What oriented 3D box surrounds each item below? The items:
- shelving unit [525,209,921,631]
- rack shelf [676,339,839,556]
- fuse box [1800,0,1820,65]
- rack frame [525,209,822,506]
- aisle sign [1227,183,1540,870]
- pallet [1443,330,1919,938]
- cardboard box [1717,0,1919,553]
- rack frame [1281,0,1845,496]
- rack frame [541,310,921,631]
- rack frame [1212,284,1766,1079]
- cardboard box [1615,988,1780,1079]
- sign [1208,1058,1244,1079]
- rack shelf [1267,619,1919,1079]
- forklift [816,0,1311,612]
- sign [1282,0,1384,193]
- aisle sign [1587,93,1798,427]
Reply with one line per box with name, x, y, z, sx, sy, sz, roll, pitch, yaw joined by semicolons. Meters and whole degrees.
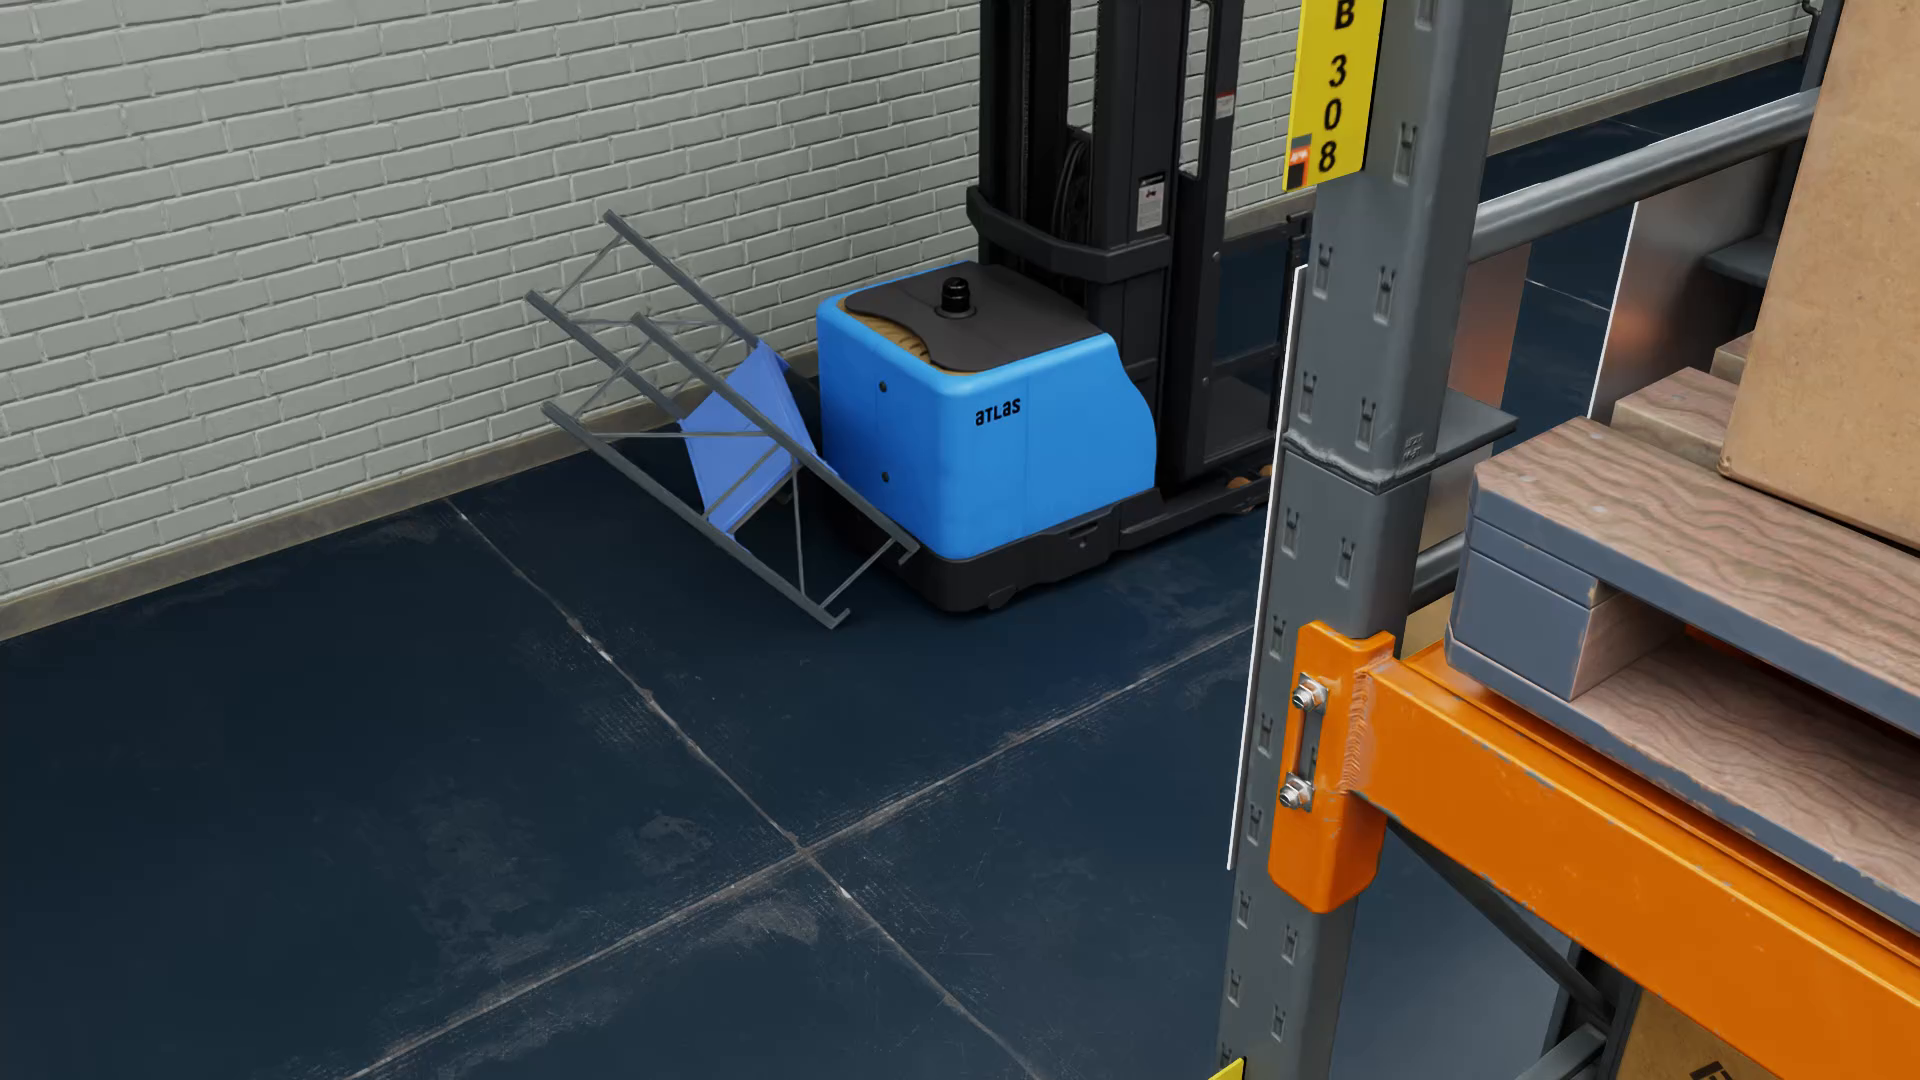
shelving unit;-0.955;-0.477;6.638;0.538;1.500;1.048;-43;34;10
rack shelf;-0.840;-0.379;6.737;0.538;0.185;1.000;-43;34;10
fuse box;6.866;-4.577;12.998;0.539;1.711;0.414;-22;38;-31
rack frame;-1.092;-0.735;7.054;0.500;1.500;0.032;-43;34;10
aisle sign;0.484;0.006;1.934;0.394;0.787;0.004;-22;38;-31
pallet;1.229;0.112;1.467;1.003;0.211;1.213;-22;38;-31
cardboard box;1.127;-0.295;1.452;0.700;0.500;0.500;-25;40;-34
rack frame;0.766;-1.505;1.145;1.000;3.000;0.127;-22;38;-31
rack frame;-0.817;-0.219;6.223;0.500;1.500;0.032;-43;34;10
rack frame;0.766;1.043;2.728;1.000;3.000;0.127;-22;38;-31
cardboard box;1.272;0.780;2.301;0.500;0.500;0.500;-22;38;-31
sign;0.323;0.819;2.193;0.100;0.325;0.005;-22;38;-31
rack shelf;1.992;0.908;0.784;1.077;0.370;4.000;-22;38;-31
forklift;0.889;-1.564;6.990;3.031;2.935;1.130;-21;37;-30
sign;0.323;-0.459;1.400;0.100;0.325;0.005;-22;38;-31
aisle sign;0.958;-0.188;2.246;0.394;0.787;0.004;-22;38;-31
